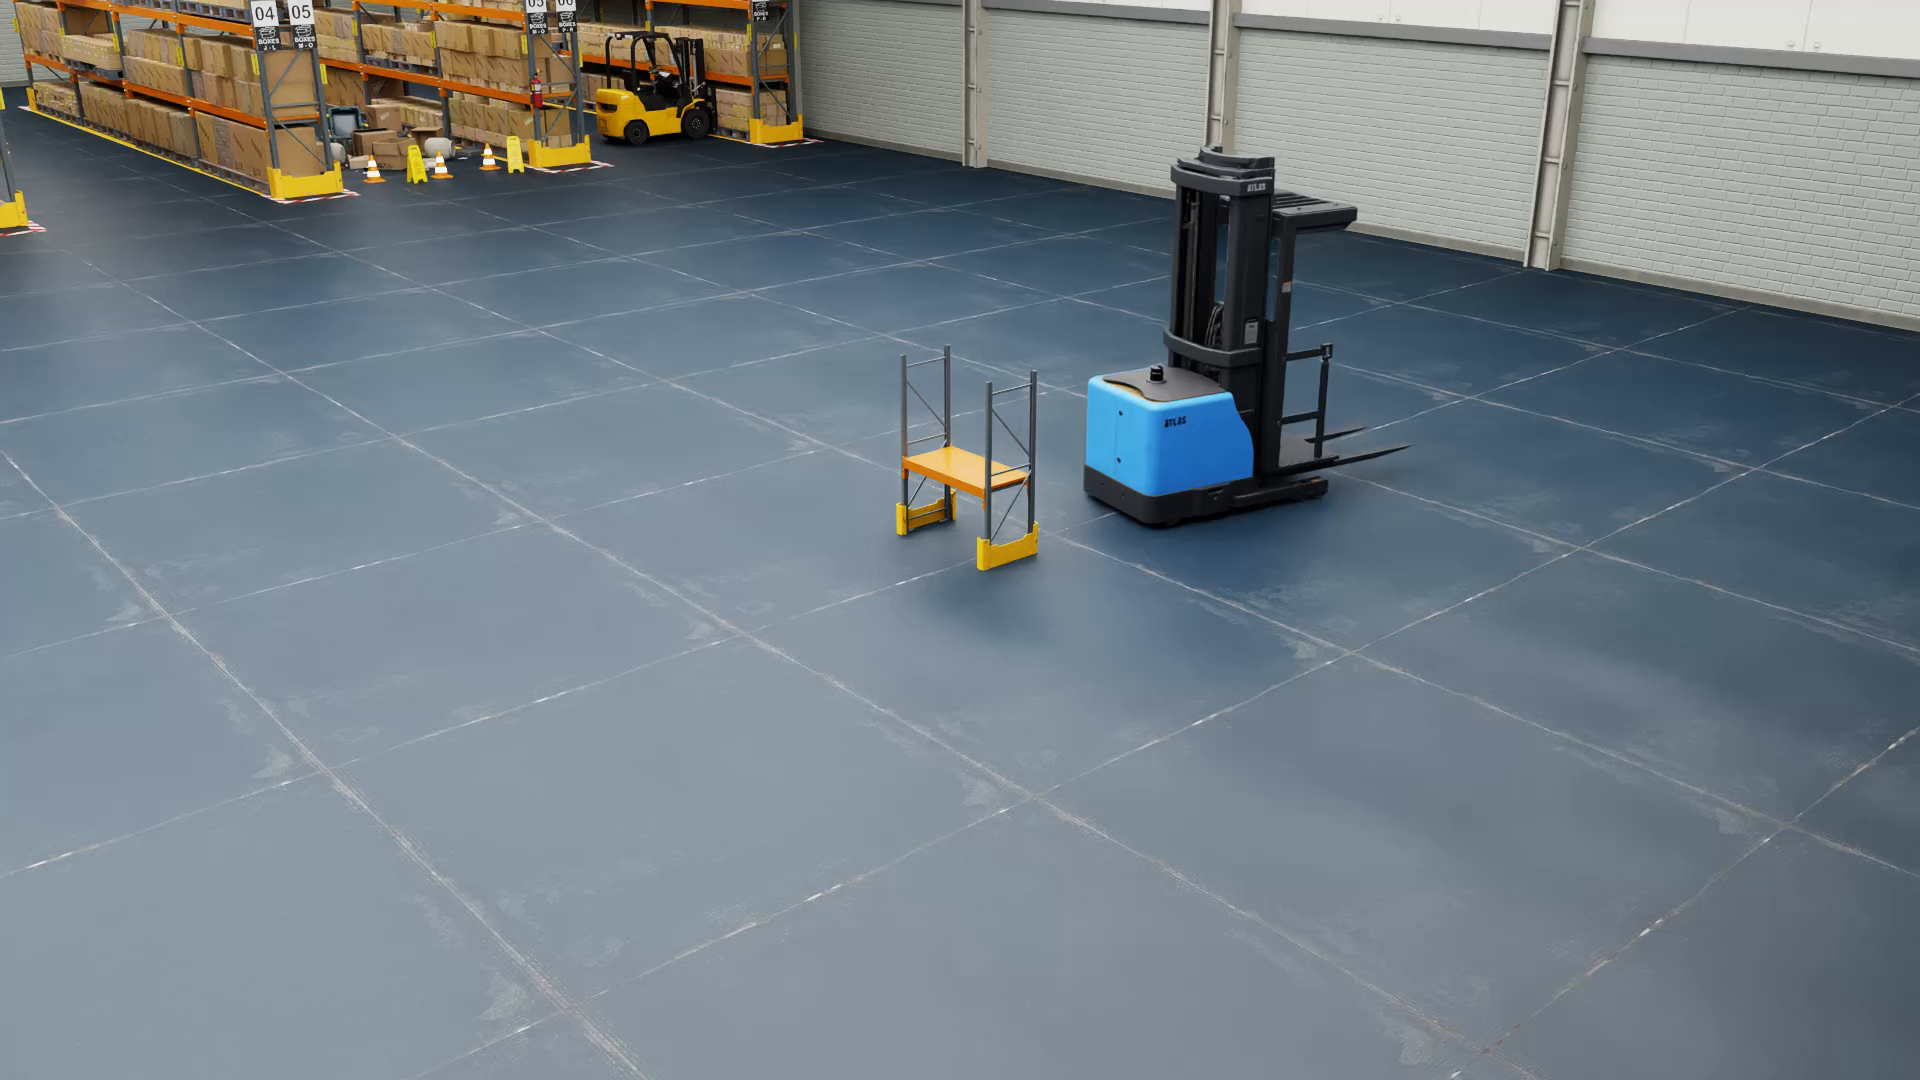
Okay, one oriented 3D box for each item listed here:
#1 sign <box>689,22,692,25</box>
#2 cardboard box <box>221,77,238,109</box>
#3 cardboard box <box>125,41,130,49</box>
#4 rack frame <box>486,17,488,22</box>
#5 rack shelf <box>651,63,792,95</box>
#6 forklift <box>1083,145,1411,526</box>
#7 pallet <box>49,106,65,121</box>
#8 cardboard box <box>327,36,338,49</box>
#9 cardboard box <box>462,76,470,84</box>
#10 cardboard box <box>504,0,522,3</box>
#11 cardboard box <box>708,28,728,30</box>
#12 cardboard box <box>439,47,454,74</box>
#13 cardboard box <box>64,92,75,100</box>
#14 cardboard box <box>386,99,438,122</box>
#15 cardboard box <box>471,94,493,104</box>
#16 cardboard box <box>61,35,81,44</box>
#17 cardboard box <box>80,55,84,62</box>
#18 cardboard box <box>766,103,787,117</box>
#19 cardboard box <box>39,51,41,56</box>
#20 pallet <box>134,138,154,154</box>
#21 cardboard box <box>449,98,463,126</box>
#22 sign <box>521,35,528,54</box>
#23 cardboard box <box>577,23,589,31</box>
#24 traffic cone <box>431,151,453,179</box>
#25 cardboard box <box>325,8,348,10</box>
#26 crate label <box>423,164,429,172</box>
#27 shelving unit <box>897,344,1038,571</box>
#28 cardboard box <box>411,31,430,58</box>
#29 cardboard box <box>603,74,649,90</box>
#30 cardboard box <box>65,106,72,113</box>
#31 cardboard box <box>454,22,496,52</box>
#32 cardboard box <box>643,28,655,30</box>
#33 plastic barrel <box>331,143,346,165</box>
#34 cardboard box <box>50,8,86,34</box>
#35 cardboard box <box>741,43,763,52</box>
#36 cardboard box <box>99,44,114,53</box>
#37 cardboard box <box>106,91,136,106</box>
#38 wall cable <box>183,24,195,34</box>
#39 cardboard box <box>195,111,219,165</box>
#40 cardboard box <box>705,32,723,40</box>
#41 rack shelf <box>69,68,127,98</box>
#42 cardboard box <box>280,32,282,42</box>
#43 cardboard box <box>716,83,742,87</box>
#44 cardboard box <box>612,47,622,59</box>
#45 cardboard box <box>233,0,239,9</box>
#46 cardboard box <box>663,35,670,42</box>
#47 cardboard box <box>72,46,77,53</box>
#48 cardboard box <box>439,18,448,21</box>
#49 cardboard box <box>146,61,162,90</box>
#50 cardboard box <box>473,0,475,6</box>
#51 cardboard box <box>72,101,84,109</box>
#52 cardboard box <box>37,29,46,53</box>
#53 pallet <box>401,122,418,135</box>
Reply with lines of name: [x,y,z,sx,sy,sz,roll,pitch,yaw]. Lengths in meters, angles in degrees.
sign: [-6.046,-11.453,37.316,0.100,0.325,0.005,-17,27,-37]
cardboard box: [-12.596,-8.016,29.631,0.875,0.550,0.500,-17,27,-37]
cardboard box: [-17.179,-10.342,34.728,0.380,0.149,0.250,-19,28,-40]
rack frame: [-11.687,-13.091,42.793,1.000,3.000,0.127,-17,27,-37]
rack shelf: [-5.159,-9.993,35.871,1.077,0.370,4.000,-17,27,-37]
forklift: [2.607,-1.853,14.195,3.031,2.935,1.130,-12,24,-27]
pallet: [-20.395,-9.918,38.516,1.003,0.211,1.213,-17,27,-37]
cardboard box: [-14.030,-11.316,37.784,0.500,0.250,0.500,-18,28,-39]
cardboard box: [-9.725,-9.217,33.248,0.380,0.149,0.250,-16,27,-36]
cardboard box: [-8.150,-10.135,30.932,0.500,0.250,0.500,-18,28,-38]
cardboard box: [-5.216,-10.990,35.995,0.380,0.149,0.250,-18,28,-38]
cardboard box: [-10.147,-9.695,33.578,0.500,0.500,0.500,-18,27,-38]
cardboard box: [-19.923,-10.011,37.449,0.380,0.149,0.250,-18,28,-38]
cardboard box: [-11.985,-9.414,36.435,0.950,0.372,0.625,-18,28,-38]
cardboard box: [-9.491,-8.773,33.046,0.380,0.149,0.250,-16,26,-34]
cardboard box: [-19.220,-10.839,35.997,0.380,0.149,0.250,-16,26,-35]
cardboard box: [-18.364,-10.202,35.188,0.380,0.149,0.250,-18,28,-38]
cardboard box: [-4.004,-9.103,35.120,0.500,0.250,0.500,-17,27,-36]
cardboard box: [-21.171,-11.336,38.657,0.380,0.149,0.250,-16,26,-35]
pallet: [-16.060,-8.062,33.779,1.003,0.211,1.213,-17,27,-37]
cardboard box: [-10.042,-8.735,33.838,0.500,0.500,0.500,-16,26,-35]
sign: [-8.045,-9.152,30.717,0.100,0.325,0.005,-17,27,-37]
cardboard box: [-8.916,-12.102,39.244,0.380,0.149,0.250,-17,27,-36]
traffic cone: [-9.489,-6.865,30.376,0.336,0.463,0.334,-17,27,-37]
cardboard box: [-14.620,-12.215,39.050,0.500,0.500,0.500,-17,27,-36]
crate label: [-10.049,-6.916,30.953,0.298,0.136,0.250,7,23,18]
shelving unit: [0.050,-0.677,13.157,0.587,1.500,1.083,-17,27,-37]
cardboard box: [-11.023,-10.288,34.517,0.500,0.500,0.500,-17,27,-37]
cardboard box: [-7.807,-10.535,38.949,0.875,0.625,0.625,-19,28,-40]
cardboard box: [-19.971,-9.746,37.588,0.380,0.149,0.250,-19,28,-39]
cardboard box: [-9.476,-9.884,32.689,0.700,0.500,0.500,-18,28,-39]
cardboard box: [-7.012,-11.599,37.957,0.380,0.149,0.250,-18,28,-38]
plastic barrel: [-12.004,-7.343,31.653,0.512,0.421,0.421,0,21,-1]
cardboard box: [-19.641,-11.418,36.606,0.500,0.500,0.500,-19,28,-39]
cardboard box: [-4.293,-10.153,34.266,0.380,0.149,0.250,-17,27,-37]
cardboard box: [-17.347,-10.048,33.979,0.380,0.149,0.250,-18,28,-38]
cardboard box: [-17.501,-9.241,34.787,0.500,0.250,0.500,-17,27,-37]
wall cable: [-21.754,-15.053,46.368,0.585,1.953,0.123,-17,27,-37]
cardboard box: [-13.549,-7.507,30.875,0.875,0.875,0.875,-17,27,-37]
cardboard box: [-5.157,-10.640,35.102,0.380,0.149,0.250,-17,27,-36]
rack shelf: [-17.823,-9.814,35.414,1.077,0.370,4.000,-17,27,-37]
cardboard box: [-16.281,-12.163,40.287,0.500,0.500,0.500,-18,28,-39]
cardboard box: [-5.001,-9.755,36.100,0.500,0.250,0.500,-18,28,-38]
cardboard box: [-7.625,-11.169,38.094,0.500,0.250,0.500,-17,27,-37]
cardboard box: [-11.934,-8.989,27.840,0.380,0.149,0.250,-17,27,-37]
cardboard box: [-6.286,-11.007,36.447,0.380,0.149,0.250,-17,27,-36]
cardboard box: [-18.711,-10.486,35.505,0.380,0.149,0.250,-19,28,-40]
cardboard box: [-13.543,-13.796,44.393,0.500,0.250,0.500,-18,28,-38]
cardboard box: [-15.443,-9.037,32.308,0.500,0.500,0.500,-18,28,-38]
cardboard box: [-9.198,-10.406,32.170,0.380,0.149,0.250,-17,27,-37]
cardboard box: [-19.575,-9.720,37.112,0.380,0.149,0.250,-17,27,-36]
cardboard box: [-20.640,-11.382,37.887,0.500,0.500,0.500,-18,28,-39]
pallet: [-11.533,-8.951,36.048,1.003,0.211,1.213,-17,27,-37]
